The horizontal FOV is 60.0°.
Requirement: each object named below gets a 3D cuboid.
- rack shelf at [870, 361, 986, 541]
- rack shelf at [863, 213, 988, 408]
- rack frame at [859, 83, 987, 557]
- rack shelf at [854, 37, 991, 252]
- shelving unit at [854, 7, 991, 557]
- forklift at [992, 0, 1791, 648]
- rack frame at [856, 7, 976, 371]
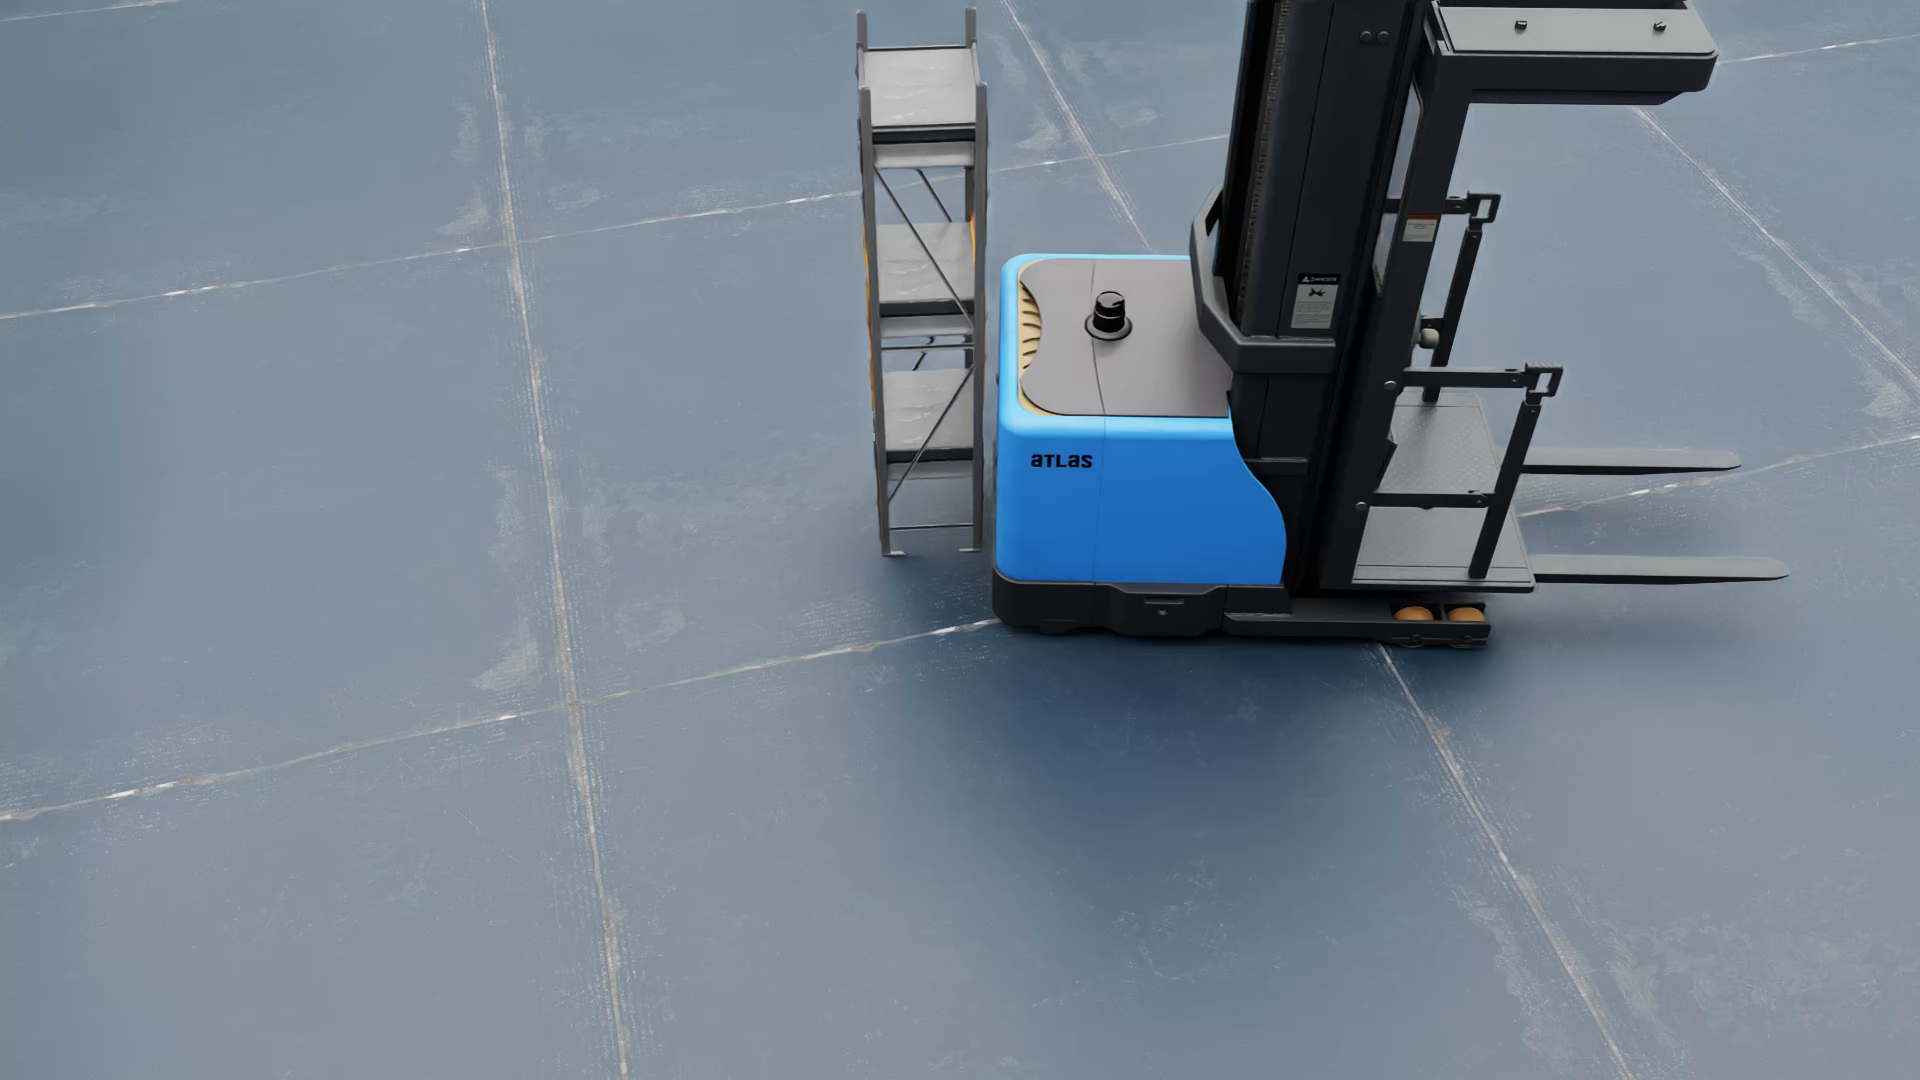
[{"bbox_3d":[-0.130,-0.357,6.628,0.431,0.518,0.480,-3,46,-3],"label":"rack shelf"},{"bbox_3d":[-0.130,-0.848,6.129,0.431,0.518,0.480,-3,46,-3],"label":"rack shelf"},{"bbox_3d":[-0.115,-0.684,5.949,0.400,2.100,0.015,-3,46,-3],"label":"rack frame"},{"bbox_3d":[-0.130,-1.339,5.630,0.431,0.518,0.480,-3,46,-3],"label":"rack shelf"},{"bbox_3d":[-0.130,-0.857,6.119,0.431,2.100,0.503,-3,46,-3],"label":"shelving unit"},{"bbox_3d":[1.647,-1.000,5.678,3.031,2.935,1.130,1,46,1],"label":"forklift"},{"bbox_3d":[-0.146,-1.031,6.290,0.400,2.100,0.015,-3,46,-3],"label":"rack frame"}]
